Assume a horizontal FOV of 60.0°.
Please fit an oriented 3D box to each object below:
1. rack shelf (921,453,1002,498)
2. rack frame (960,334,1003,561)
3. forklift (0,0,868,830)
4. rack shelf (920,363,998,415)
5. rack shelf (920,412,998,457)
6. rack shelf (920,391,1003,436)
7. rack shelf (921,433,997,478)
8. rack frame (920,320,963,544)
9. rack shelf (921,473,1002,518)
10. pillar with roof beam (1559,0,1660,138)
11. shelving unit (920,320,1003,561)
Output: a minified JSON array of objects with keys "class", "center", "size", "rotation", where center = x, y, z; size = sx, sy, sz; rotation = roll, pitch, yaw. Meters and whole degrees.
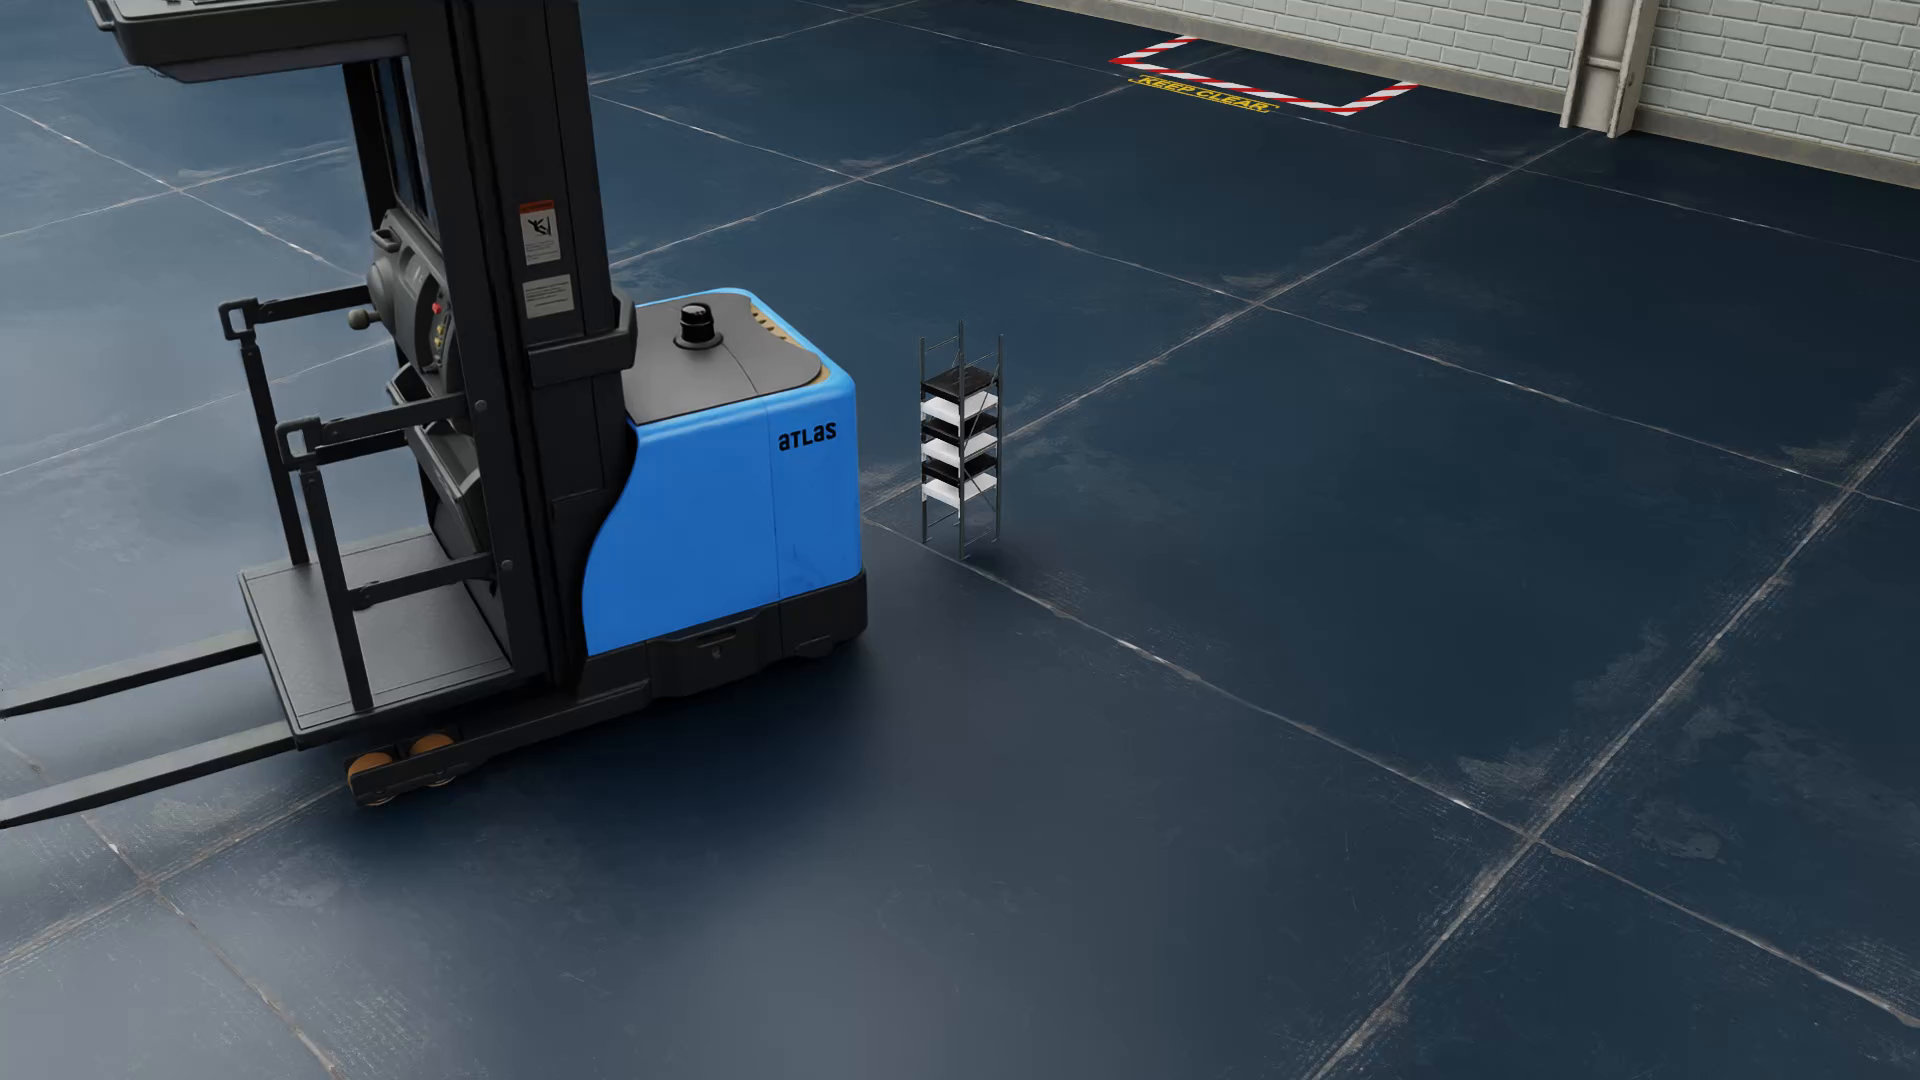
[{"class":"rack shelf","center":[0.006,-0.277,6.577],"size":[0.200,0.077,0.258],"rotation":[25,39,35]},{"class":"rack frame","center":[0.081,-0.348,6.455],"size":[0.006,0.900,0.240],"rotation":[25,39,35]},{"class":"forklift","center":[-1.875,-0.716,5.098],"size":[3.031,2.935,1.130],"rotation":[-16,35,-25]},{"class":"rack shelf","center":[0.006,-0.585,6.391],"size":[0.200,0.077,0.258],"rotation":[25,39,35]},{"class":"rack shelf","center":[0.006,-0.431,6.484],"size":[0.200,0.077,0.258],"rotation":[25,39,35]},{"class":"rack shelf","center":[0.006,-0.508,6.438],"size":[0.200,0.077,0.258],"rotation":[25,39,35]},{"class":"rack shelf","center":[0.006,-0.354,6.530],"size":[0.200,0.077,0.258],"rotation":[25,39,35]},{"class":"rack frame","center":[-0.069,-0.418,6.572],"size":[0.006,0.900,0.240],"rotation":[25,39,35]},{"class":"rack shelf","center":[0.006,-0.200,6.623],"size":[0.200,0.077,0.258],"rotation":[25,39,35]},{"class":"pillar with roof beam","center":[1.506,-5.061,6.432],"size":[0.400,9.000,9.100],"rotation":[25,39,35]},{"class":"shelving unit","center":[0.006,-0.383,6.513],"size":[0.210,0.900,0.258],"rotation":[25,39,35]}]
